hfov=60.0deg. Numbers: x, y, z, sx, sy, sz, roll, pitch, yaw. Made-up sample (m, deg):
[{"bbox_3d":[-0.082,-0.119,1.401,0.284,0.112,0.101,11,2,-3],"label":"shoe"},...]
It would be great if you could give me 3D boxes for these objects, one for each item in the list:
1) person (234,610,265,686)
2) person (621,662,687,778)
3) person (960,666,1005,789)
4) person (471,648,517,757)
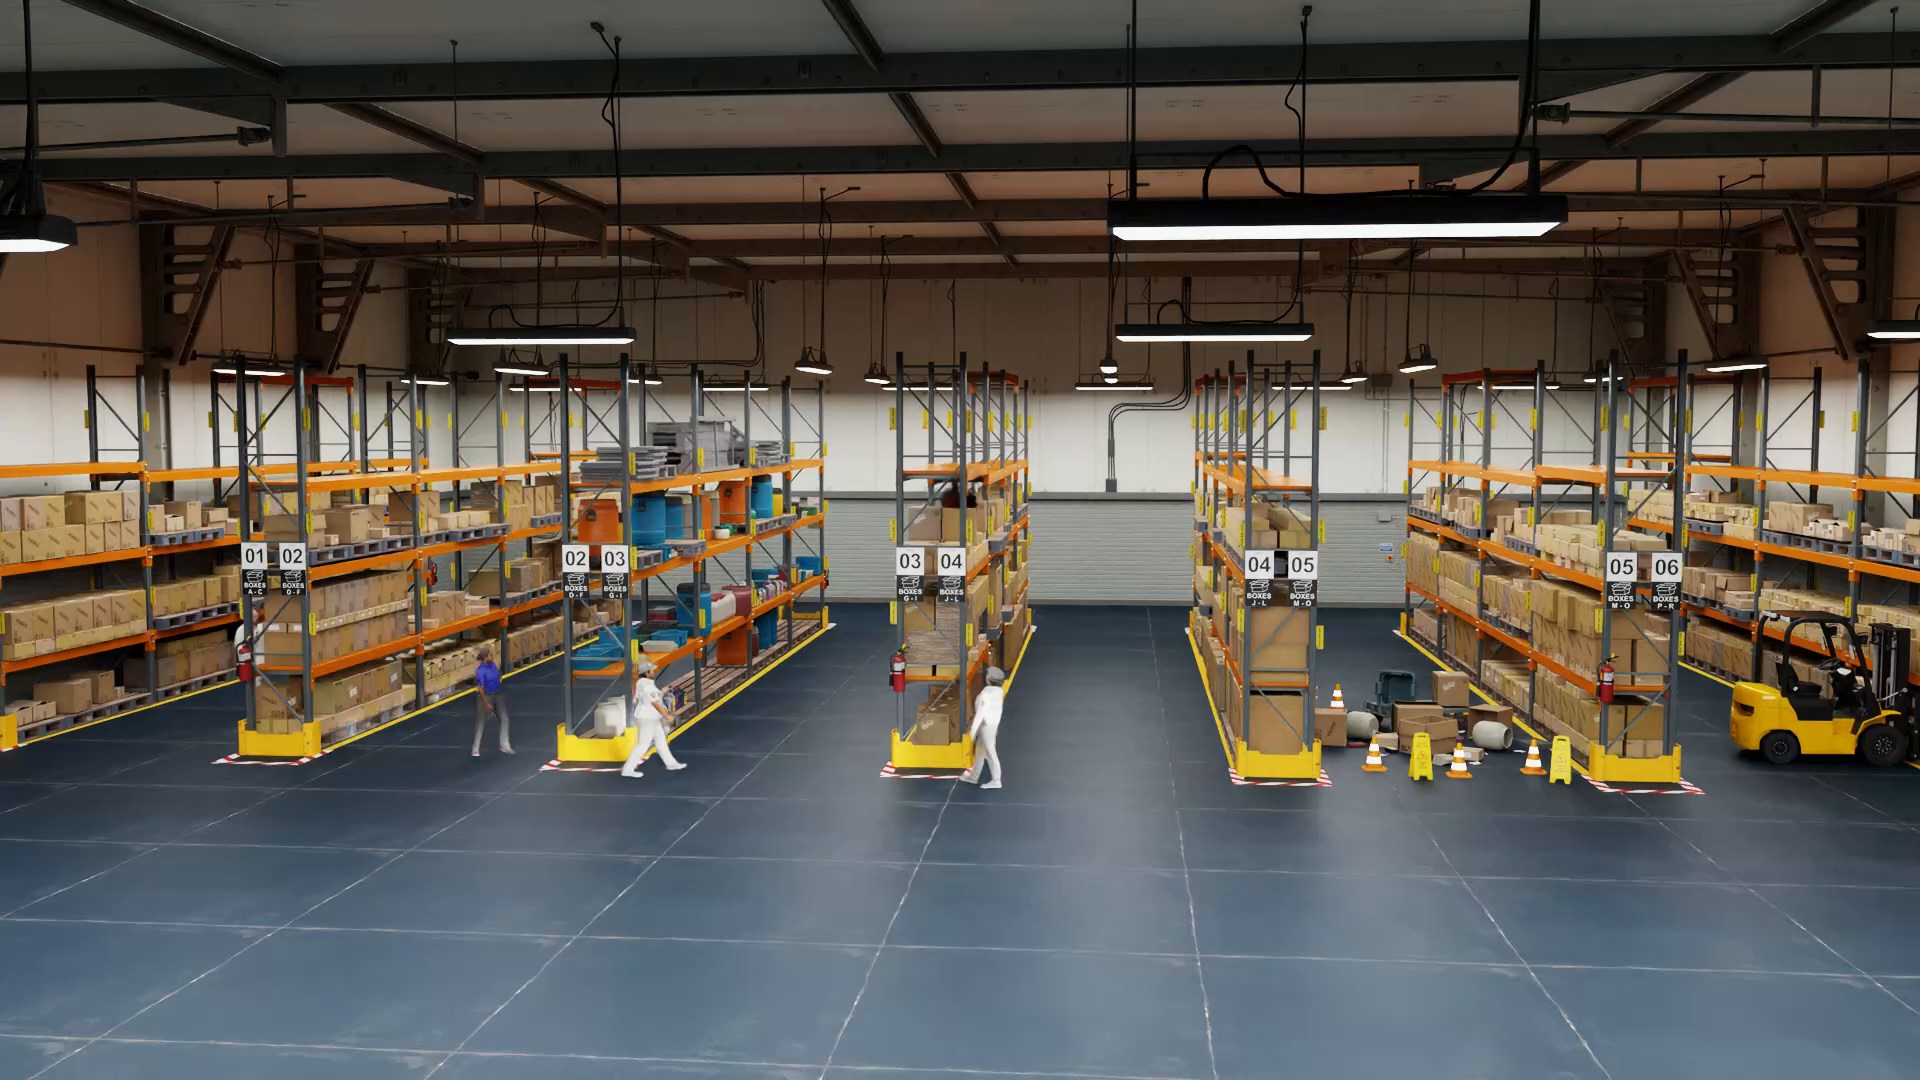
[{"bbox_3d":[-12.212,2.070,28.650,0.520,1.719,1.091,0,4,-3],"label":"person"},{"bbox_3d":[-4.326,2.521,23.516,0.994,1.594,0.521,-2,4,-24],"label":"person"},{"bbox_3d":[0.292,2.552,22.765,0.678,1.684,0.528,1,4,11],"label":"person"},{"bbox_3d":[-7.037,2.441,24.961,0.553,1.660,0.613,3,5,32],"label":"person"}]
